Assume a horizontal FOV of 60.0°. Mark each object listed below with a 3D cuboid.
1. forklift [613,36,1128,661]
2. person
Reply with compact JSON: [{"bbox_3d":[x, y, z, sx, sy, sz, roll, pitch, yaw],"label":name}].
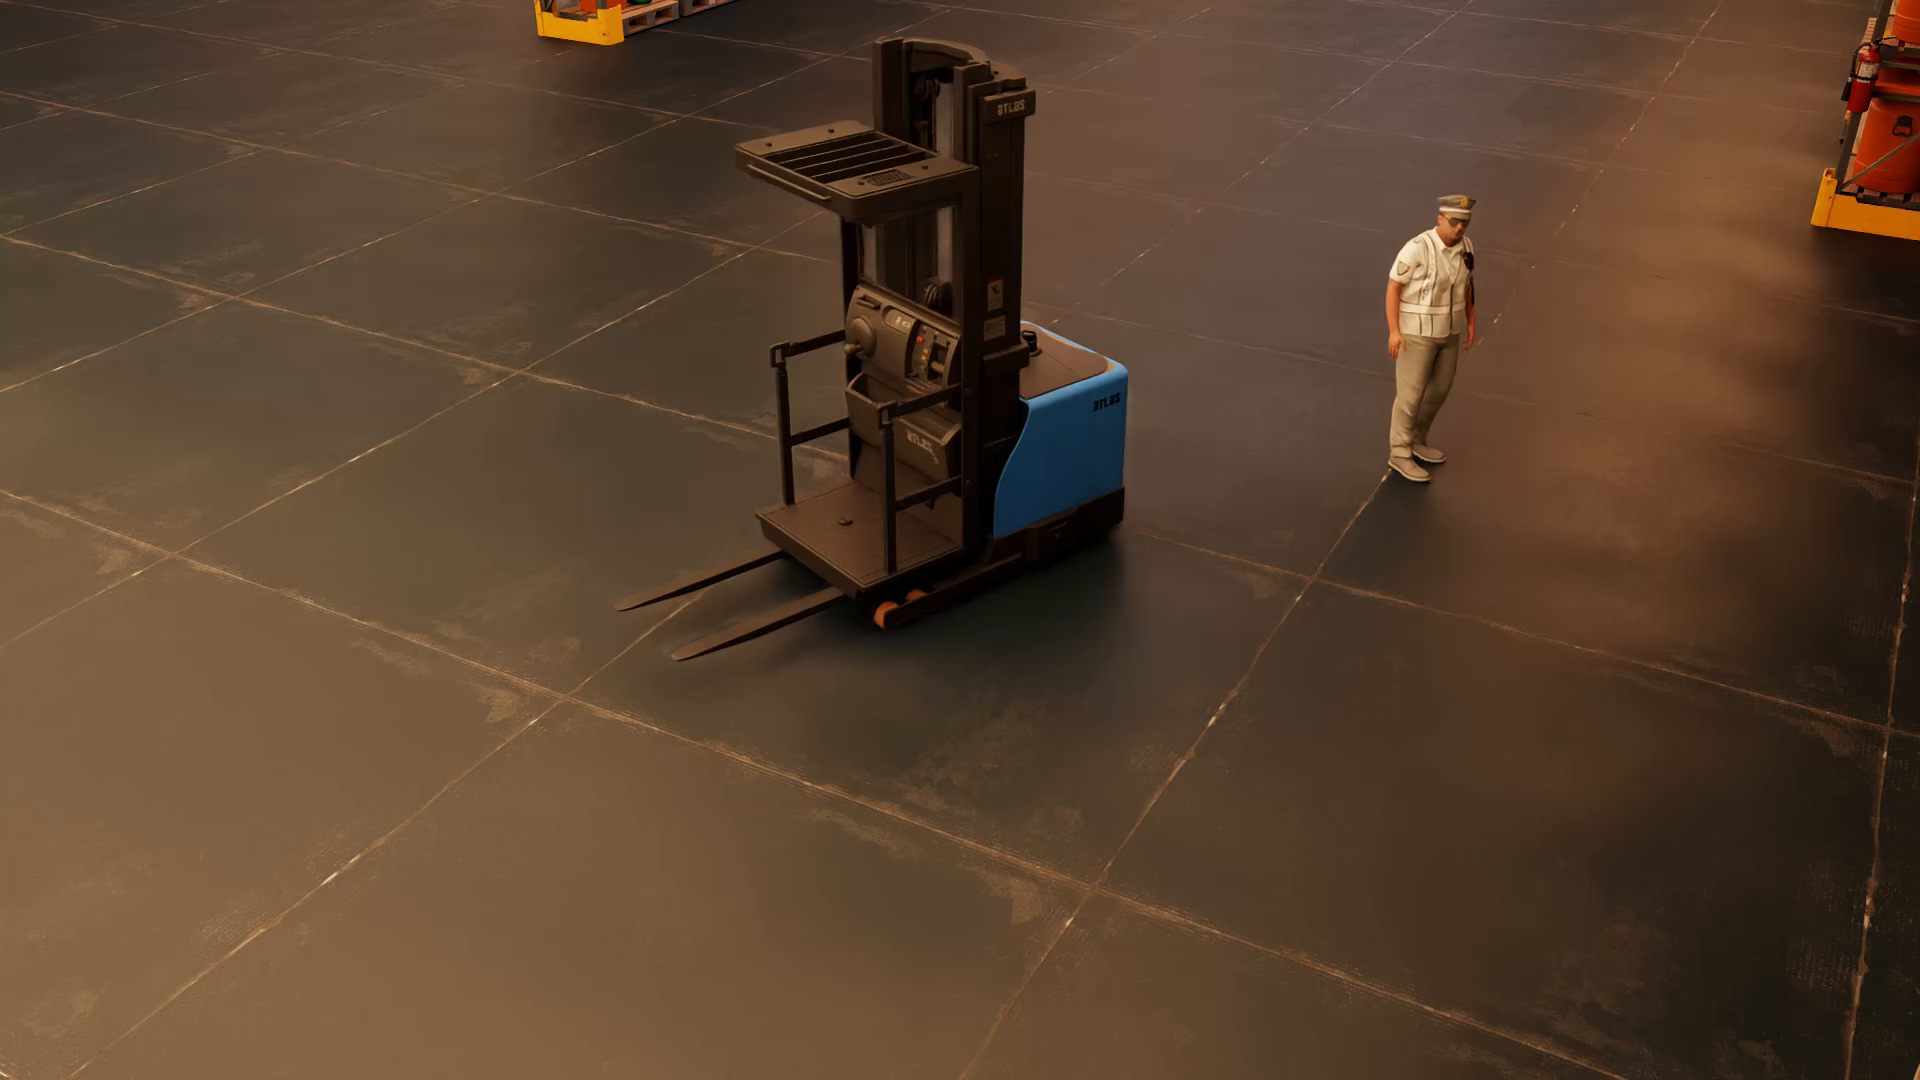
[{"bbox_3d":[-0.479,-1.064,8.914,3.031,2.935,1.130,-22,37,-33],"label":"forklift"},{"bbox_3d":[3.014,-1.292,10.469,0.693,1.772,0.556,-16,34,-26],"label":"person"}]
